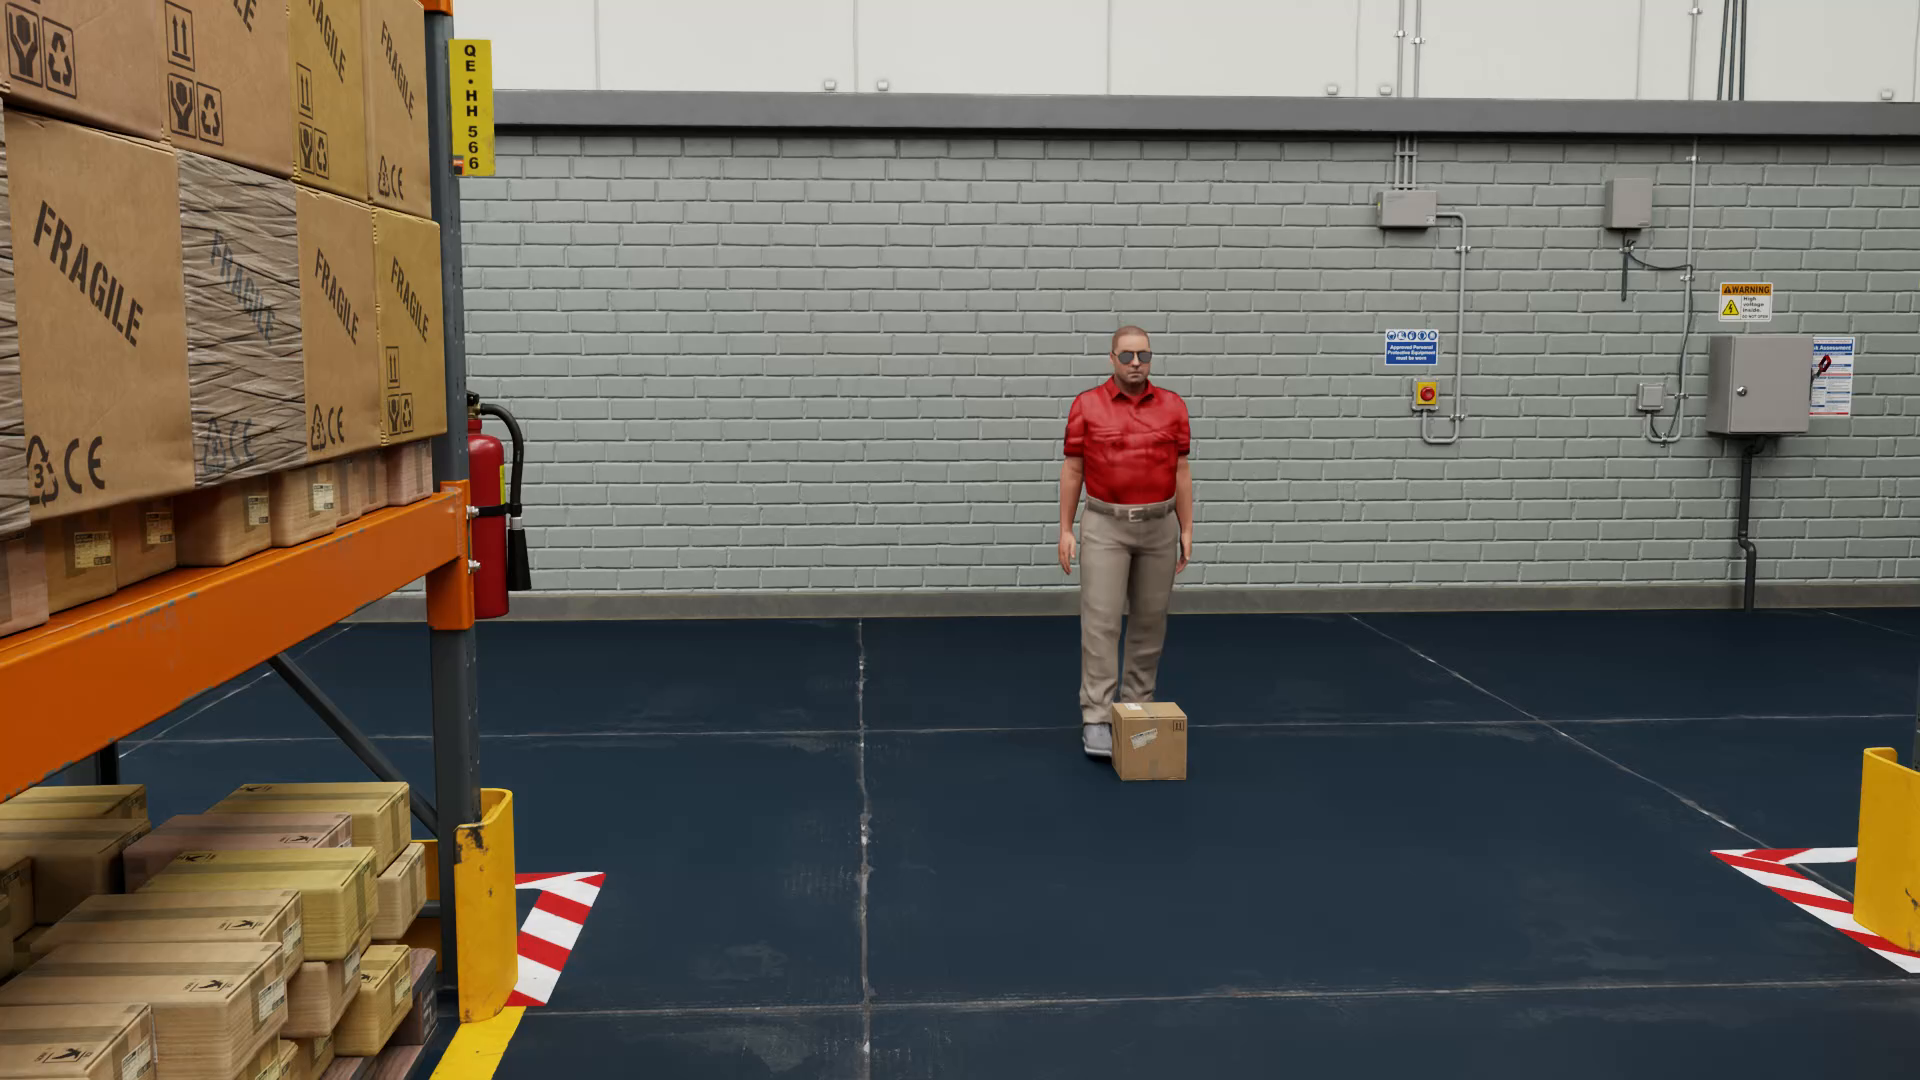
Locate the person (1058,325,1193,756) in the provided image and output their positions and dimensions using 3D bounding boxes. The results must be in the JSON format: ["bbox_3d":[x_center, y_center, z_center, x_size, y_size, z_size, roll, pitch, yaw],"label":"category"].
[{"bbox_3d":[0.706,-0.013,6.837,0.563,1.728,0.564,-1,7,-10],"label":"person"}]
